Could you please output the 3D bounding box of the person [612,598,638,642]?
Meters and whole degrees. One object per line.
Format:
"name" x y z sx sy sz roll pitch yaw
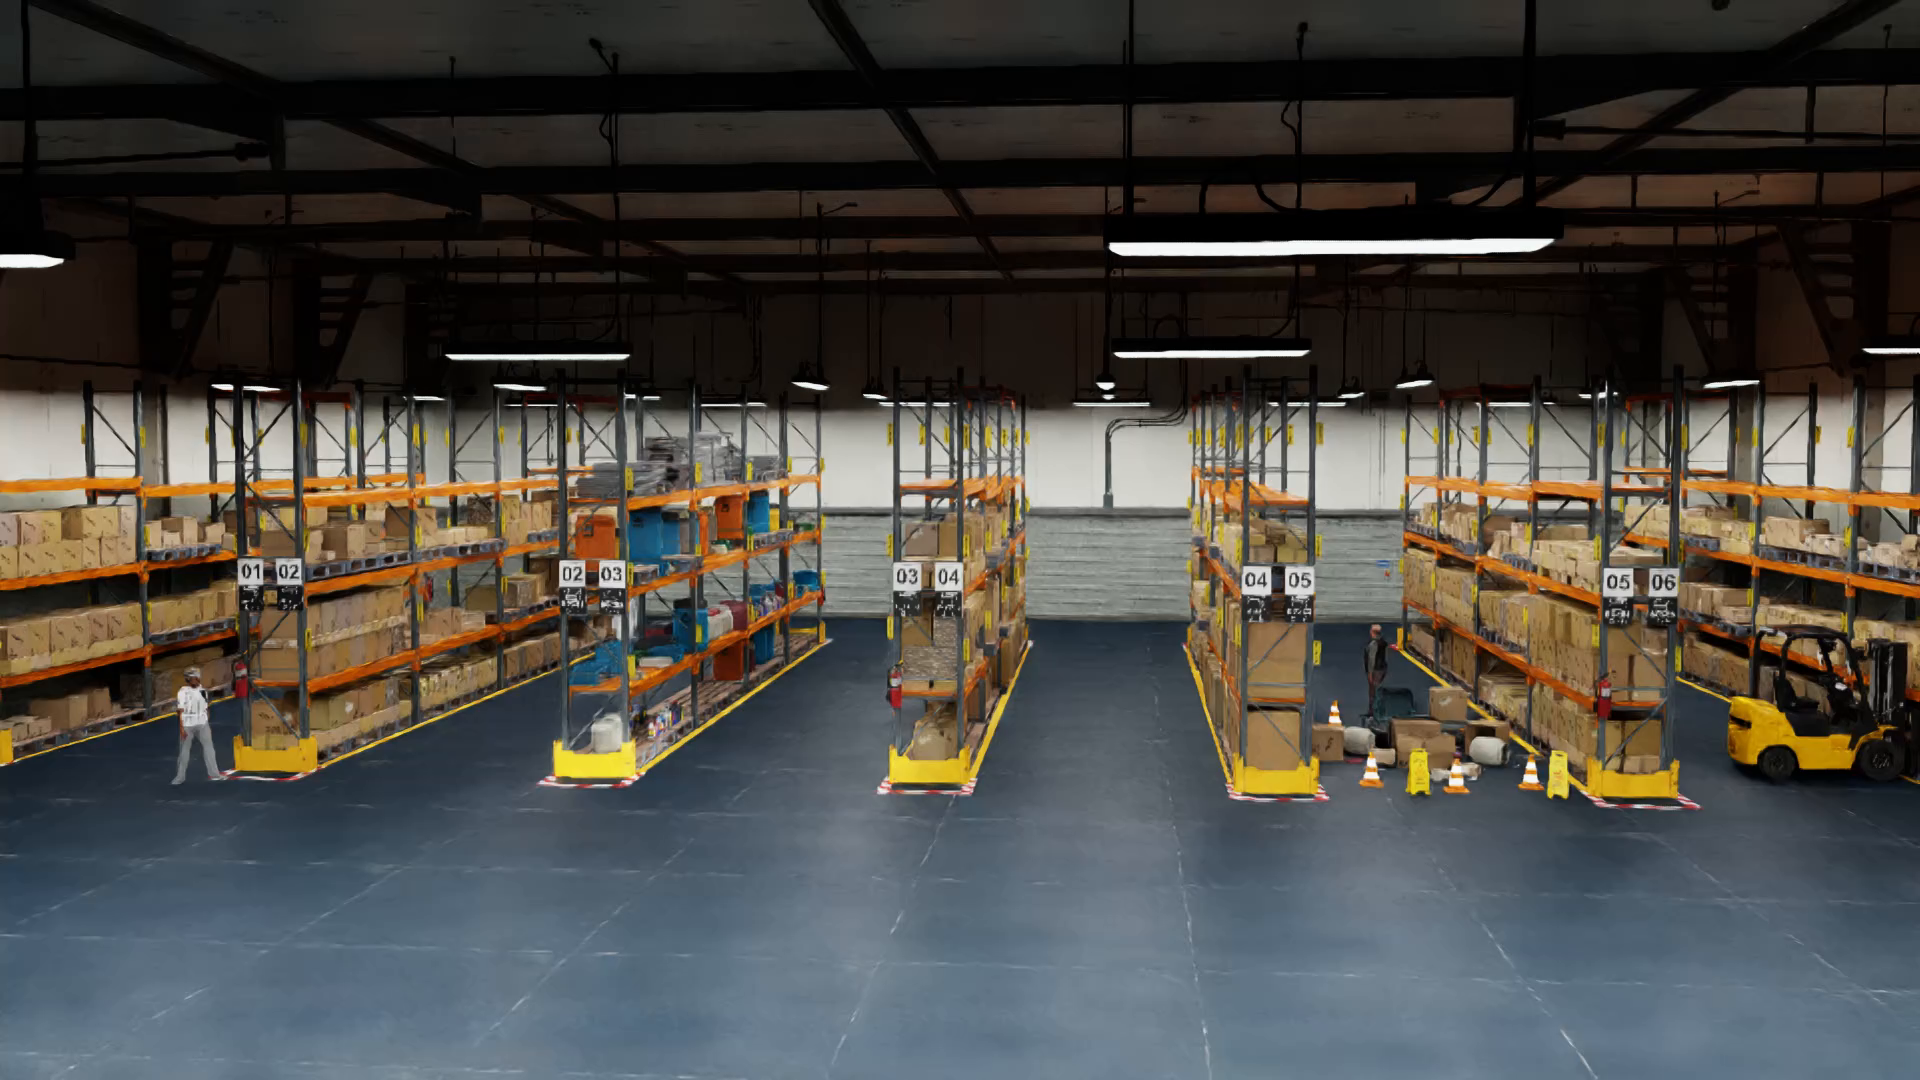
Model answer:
"person" -7.229 1.877 35.722 0.629 1.773 0.677 2 4 33

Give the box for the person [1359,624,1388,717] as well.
"person" 7.225 2.320 29.126 0.499 1.712 0.577 2 4 34

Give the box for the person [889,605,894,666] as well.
"person" -1.194 1.917 35.811 0.677 1.741 0.552 0 4 4

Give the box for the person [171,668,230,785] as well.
"person" -10.991 2.667 23.966 0.555 1.670 0.697 3 5 41
